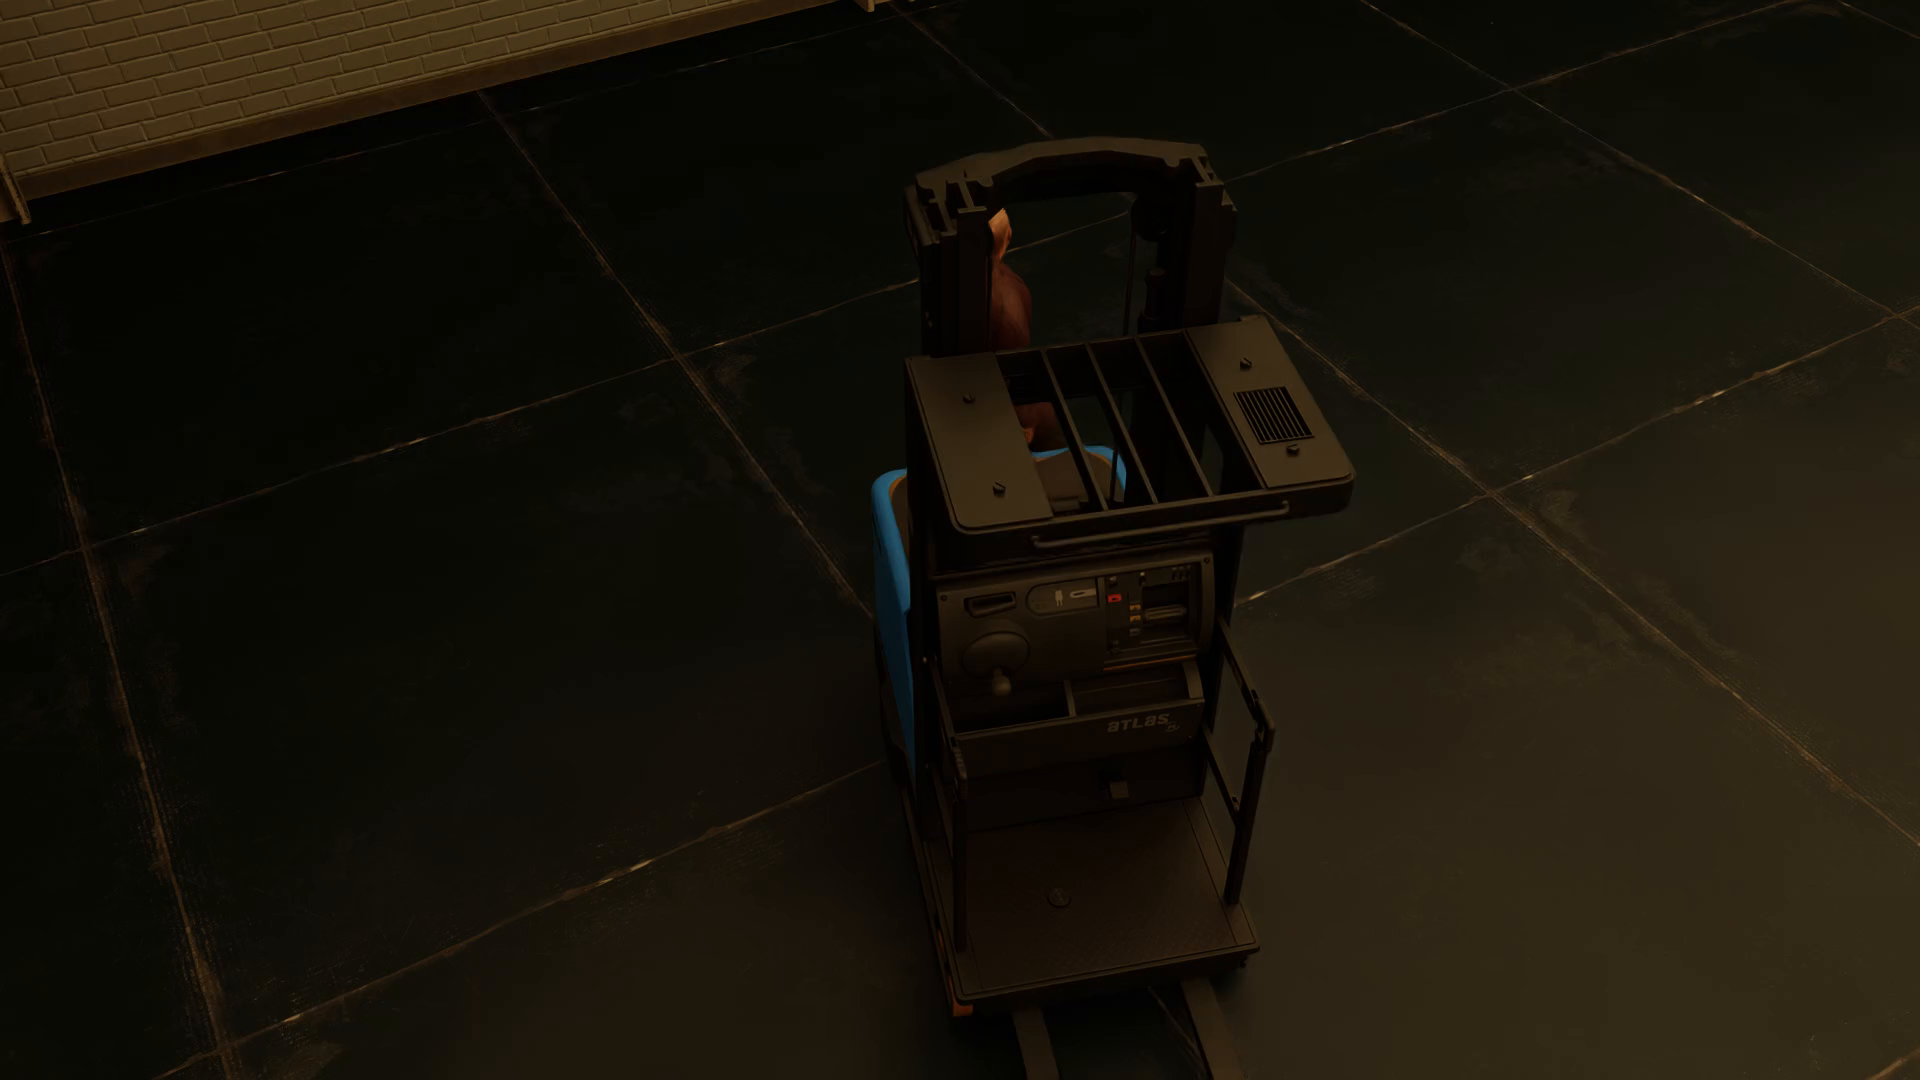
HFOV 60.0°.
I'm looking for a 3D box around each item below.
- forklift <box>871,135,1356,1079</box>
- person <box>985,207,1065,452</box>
[{"bbox_3d":[0.430,0.361,5.309,1.130,2.935,3.031,-8,43,-8],"label":"forklift"},{"bbox_3d":[0.222,-0.732,7.372,0.825,1.737,0.722,-27,49,-26],"label":"person"}]
